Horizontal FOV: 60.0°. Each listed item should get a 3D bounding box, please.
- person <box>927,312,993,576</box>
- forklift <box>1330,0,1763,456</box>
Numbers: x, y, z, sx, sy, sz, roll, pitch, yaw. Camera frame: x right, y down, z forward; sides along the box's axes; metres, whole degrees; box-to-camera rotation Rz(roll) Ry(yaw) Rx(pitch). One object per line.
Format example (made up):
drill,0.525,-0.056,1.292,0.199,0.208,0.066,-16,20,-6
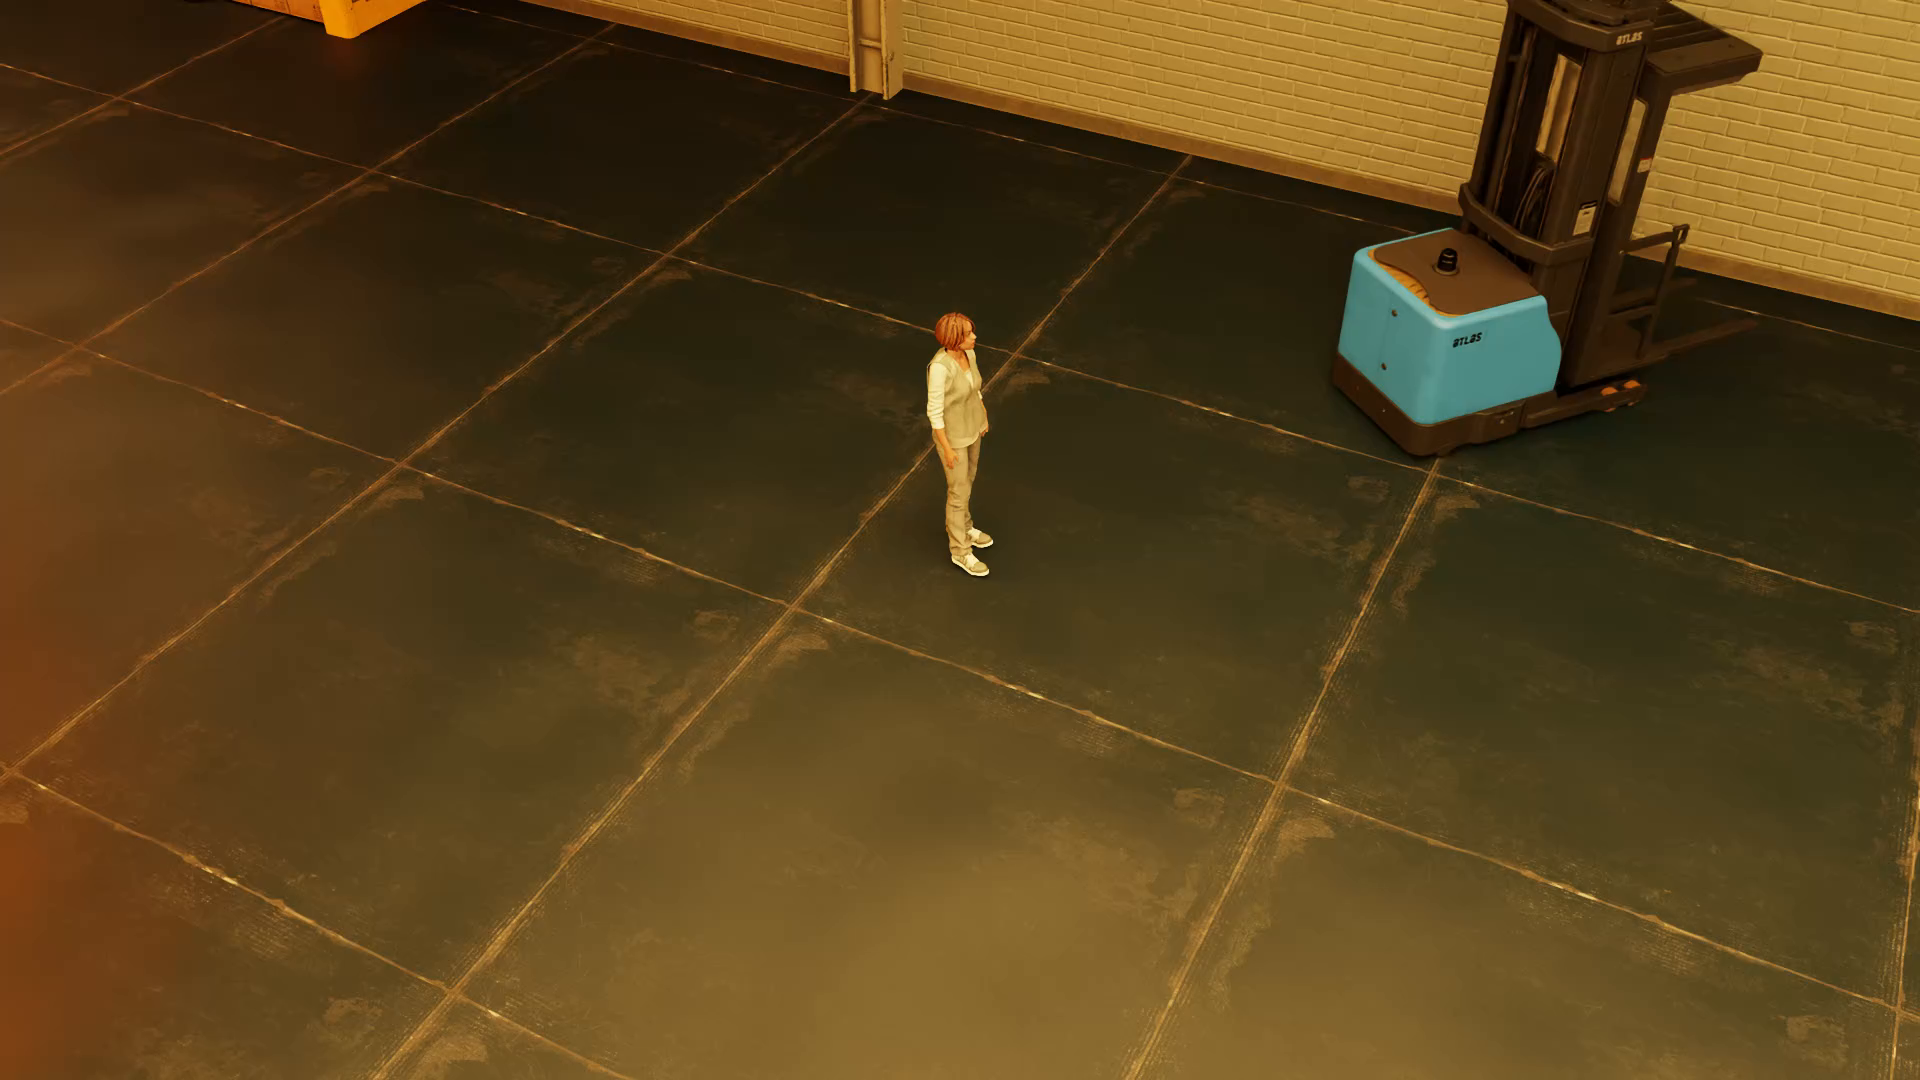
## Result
person,0.060,-0.586,9.707,0.473,1.599,0.521,18,43,21
forklift,4.121,-2.290,10.705,3.031,2.935,1.130,-16,43,-18
